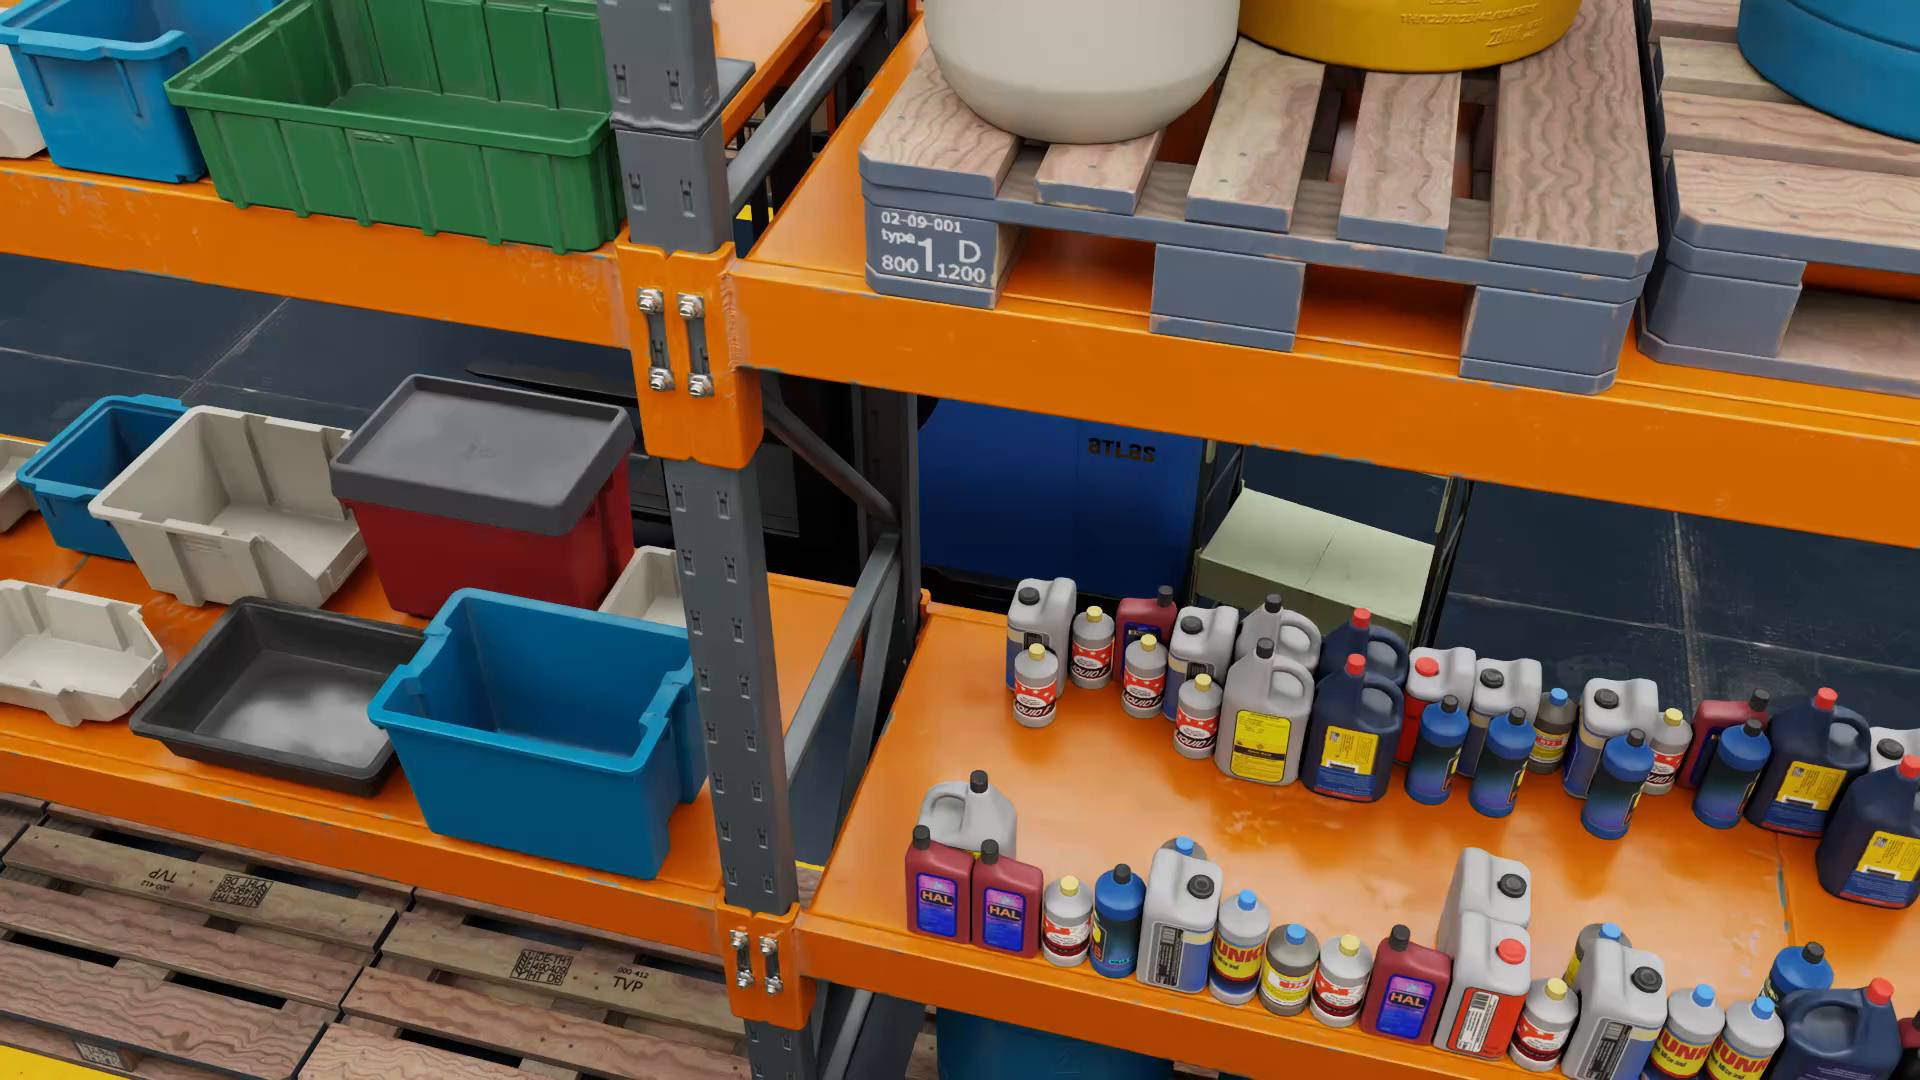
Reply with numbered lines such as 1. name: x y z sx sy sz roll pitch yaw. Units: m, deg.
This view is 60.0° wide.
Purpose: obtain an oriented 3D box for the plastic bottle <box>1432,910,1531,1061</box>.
1. plastic bottle: 0.961 0.808 3.052 0.135 0.276 0.152 10 41 11

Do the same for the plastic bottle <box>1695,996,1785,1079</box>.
1. plastic bottle: 1.384 0.901 2.945 0.097 0.271 0.097 0 40 0

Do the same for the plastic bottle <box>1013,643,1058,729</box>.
1. plastic bottle: 0.168 0.314 3.698 0.097 0.201 0.097 0 40 0

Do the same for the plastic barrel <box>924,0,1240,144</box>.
1. plastic barrel: 0.162 -0.825 2.136 0.433 0.535 0.433 0 40 0

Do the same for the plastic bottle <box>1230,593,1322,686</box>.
1. plastic bottle: 0.691 0.262 3.645 0.185 0.351 0.144 10 41 11

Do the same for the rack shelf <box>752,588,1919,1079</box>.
1. rack shelf: 1.650 0.901 3.404 4.000 0.370 1.077 10 41 11

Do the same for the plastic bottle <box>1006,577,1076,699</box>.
1. plastic bottle: 0.182 0.205 3.770 0.135 0.276 0.152 10 41 11

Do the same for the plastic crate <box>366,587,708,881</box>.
1. plastic crate: -0.821 0.411 3.395 0.575 0.384 0.392 10 41 11

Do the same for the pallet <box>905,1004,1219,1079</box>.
1. pallet: 0.453 1.515 4.282 1.213 0.211 1.003 10 41 11

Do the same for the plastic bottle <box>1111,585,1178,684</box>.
1. plastic bottle: 0.418 0.213 3.755 0.133 0.283 0.061 10 41 11

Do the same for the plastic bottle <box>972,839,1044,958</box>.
1. plastic bottle: 0.091 0.686 3.192 0.133 0.283 0.061 10 41 11

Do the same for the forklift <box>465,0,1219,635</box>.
1. forklift: -0.609 -1.225 5.430 3.031 2.935 1.130 10 41 11

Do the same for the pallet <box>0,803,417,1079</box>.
1. pallet: -2.184 1.061 4.822 1.213 0.211 1.003 10 41 11

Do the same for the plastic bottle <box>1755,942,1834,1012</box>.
1. plastic bottle: 1.516 0.828 3.032 0.097 0.271 0.097 0 40 0

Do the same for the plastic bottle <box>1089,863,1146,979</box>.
1. plastic bottle: 0.301 0.715 3.167 0.097 0.271 0.097 0 40 0

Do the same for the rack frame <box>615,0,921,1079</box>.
1. rack frame: -0.282 0.293 3.569 0.127 3.000 1.000 10 41 11

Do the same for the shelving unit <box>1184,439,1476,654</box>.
1. shelving unit: 1.158 -0.085 5.186 0.755 1.500 0.431 19 44 21

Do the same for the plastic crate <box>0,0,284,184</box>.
1. plastic crate: -1.244 -0.744 2.602 0.300 0.233 0.416 10 41 11

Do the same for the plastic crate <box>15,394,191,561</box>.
1. plastic crate: -2.096 -0.149 4.178 0.300 0.233 0.416 10 41 11

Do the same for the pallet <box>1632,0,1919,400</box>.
1. pallet: 1.597 -0.527 2.359 1.213 0.211 1.003 10 41 11

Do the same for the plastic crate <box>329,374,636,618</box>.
1. plastic crate: -1.079 -0.059 3.891 0.583 0.464 0.402 10 41 11

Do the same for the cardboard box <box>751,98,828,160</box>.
1. cardboard box: -0.488 -2.440 8.149 0.875 0.875 0.875 10 41 11

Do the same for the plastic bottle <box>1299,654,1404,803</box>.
1. plastic bottle: 0.832 0.382 3.501 0.185 0.351 0.144 10 41 11

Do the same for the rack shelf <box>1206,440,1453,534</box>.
1. rack shelf: 1.158 -0.384 4.935 0.720 0.370 0.431 19 44 21

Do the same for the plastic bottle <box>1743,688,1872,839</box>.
1. plastic bottle: 1.755 0.445 3.427 0.185 0.351 0.144 10 41 11

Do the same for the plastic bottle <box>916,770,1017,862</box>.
1. plastic bottle: 0.014 0.579 3.267 0.185 0.351 0.144 10 41 11

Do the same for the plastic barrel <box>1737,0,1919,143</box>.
1. plastic barrel: 1.406 -1.020 2.083 0.708 0.901 0.600 10 41 11

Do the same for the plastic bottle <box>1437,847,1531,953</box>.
1. plastic bottle: 1.001 0.714 3.164 0.135 0.276 0.152 10 41 11

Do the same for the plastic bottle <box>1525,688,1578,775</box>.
1. plastic bottle: 1.272 0.403 3.592 0.097 0.201 0.097 0 40 0

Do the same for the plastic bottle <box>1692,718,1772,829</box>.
1. plastic bottle: 1.609 0.475 3.452 0.097 0.271 0.097 0 40 0

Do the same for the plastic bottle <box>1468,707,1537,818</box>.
1. plastic bottle: 1.138 0.455 3.476 0.097 0.271 0.097 0 40 0

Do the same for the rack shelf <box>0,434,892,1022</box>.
1. rack shelf: -2.214 0.236 4.196 4.000 0.370 1.077 10 41 11

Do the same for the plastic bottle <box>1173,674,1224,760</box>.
1. plastic bottle: 0.521 0.375 3.625 0.097 0.201 0.097 0 40 0

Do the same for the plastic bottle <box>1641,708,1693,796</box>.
1. plastic bottle: 1.496 0.442 3.546 0.097 0.201 0.097 0 40 0

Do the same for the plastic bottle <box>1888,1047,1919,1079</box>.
1. plastic bottle: 1.670 0.958 2.868 0.133 0.283 0.061 10 41 11

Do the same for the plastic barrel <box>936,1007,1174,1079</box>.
1. plastic barrel: 0.239 1.037 3.988 0.708 0.901 0.600 10 41 11

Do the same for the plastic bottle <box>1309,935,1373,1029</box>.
1. plastic bottle: 0.713 0.812 3.105 0.097 0.201 0.097 0 40 0

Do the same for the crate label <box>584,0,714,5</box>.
1. crate label: -0.680 -1.015 2.999 0.466 0.136 0.293 10 41 11

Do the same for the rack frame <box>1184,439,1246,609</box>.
1. rack frame: 0.835 -0.196 5.317 0.023 1.500 0.400 19 44 21

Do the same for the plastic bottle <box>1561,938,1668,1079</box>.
1. plastic bottle: 1.185 0.847 3.006 0.135 0.276 0.152 10 41 11

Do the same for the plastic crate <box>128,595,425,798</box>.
1. plastic crate: -1.433 0.356 3.661 0.590 0.125 0.437 10 41 11

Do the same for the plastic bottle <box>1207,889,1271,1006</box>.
1. plastic bottle: 0.525 0.753 3.121 0.097 0.271 0.097 0 40 0

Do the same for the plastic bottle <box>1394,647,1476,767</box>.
1. plastic bottle: 1.023 0.350 3.597 0.135 0.276 0.152 10 41 11
